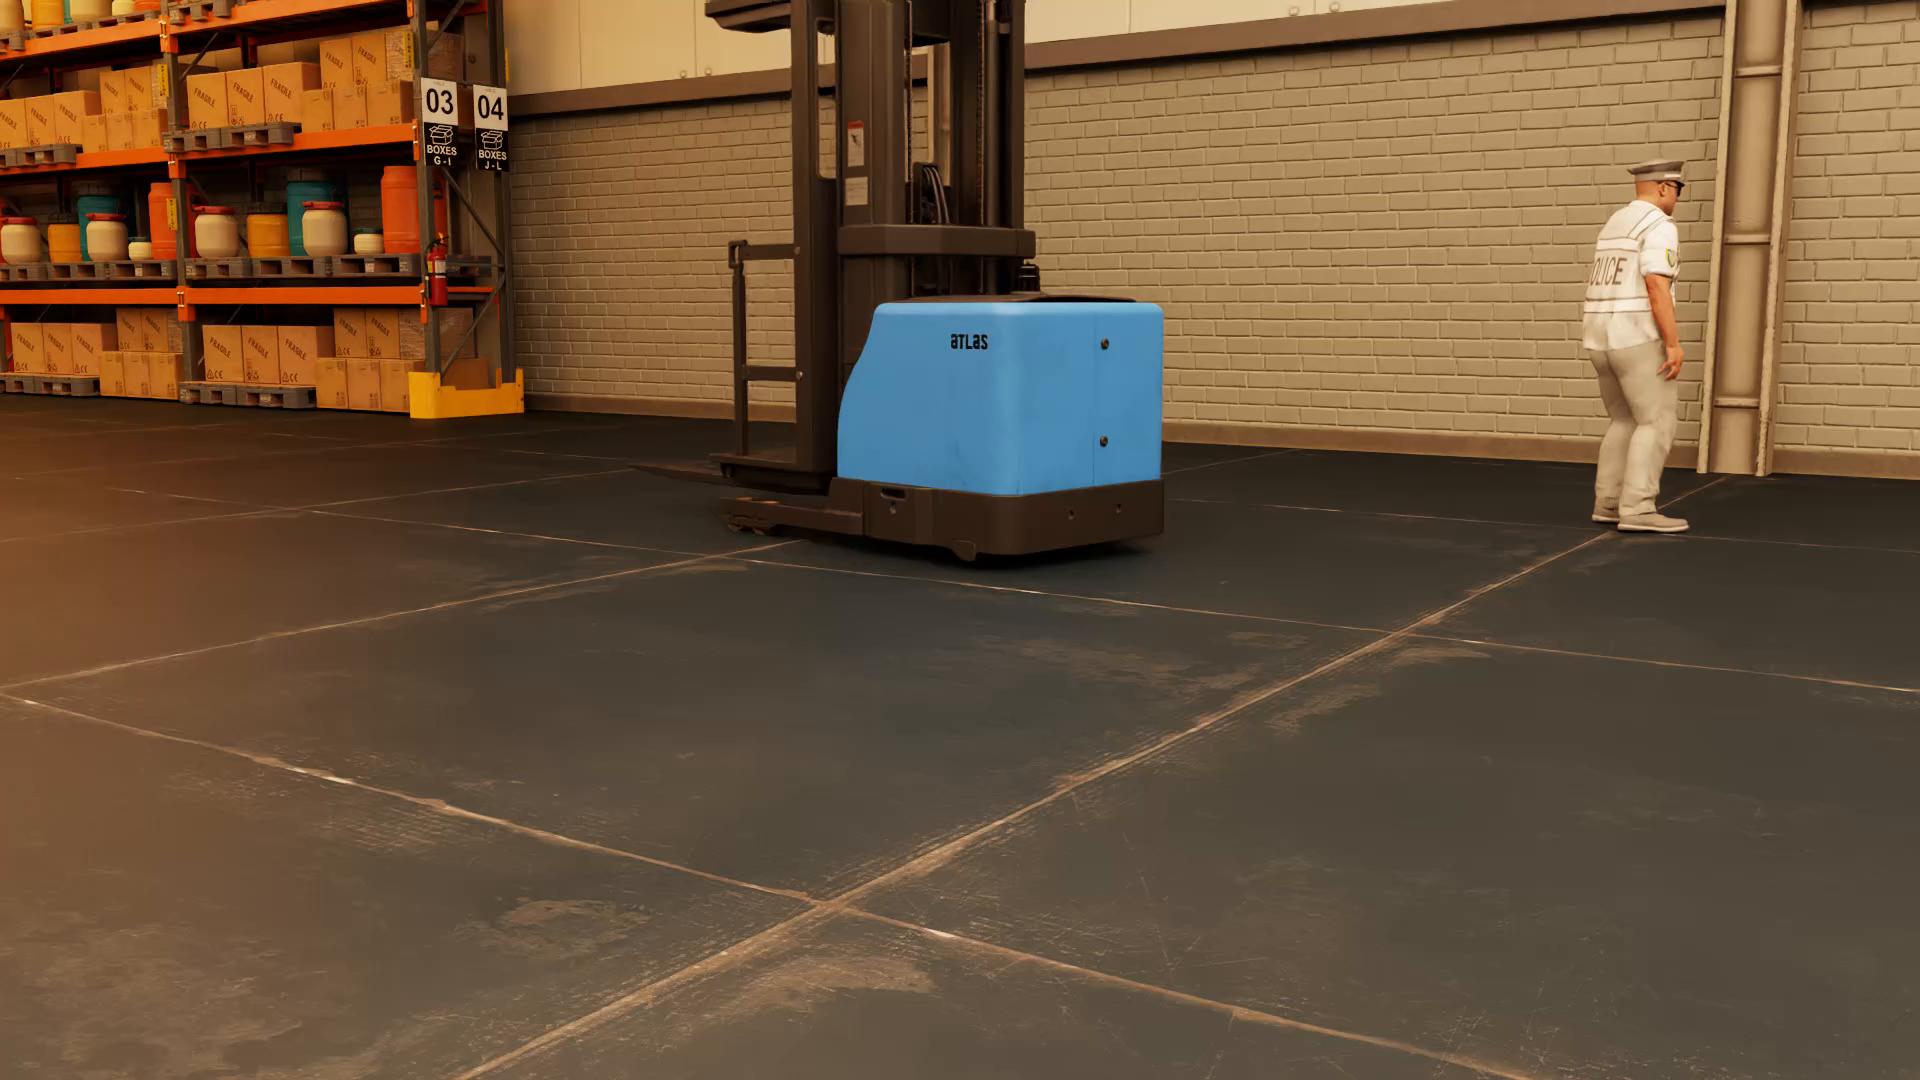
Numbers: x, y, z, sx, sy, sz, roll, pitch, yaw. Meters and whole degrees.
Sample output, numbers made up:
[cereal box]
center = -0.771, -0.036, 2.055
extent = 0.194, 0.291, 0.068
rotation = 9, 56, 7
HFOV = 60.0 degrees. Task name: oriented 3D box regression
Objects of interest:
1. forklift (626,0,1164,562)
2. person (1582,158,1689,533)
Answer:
[forklift]
center = -0.491, -1.516, 7.856
extent = 1.130, 2.935, 3.031
rotation = -8, 11, -44
[person]
center = 3.225, -0.924, 7.922
extent = 0.454, 1.753, 0.589
rotation = -1, 8, -7
